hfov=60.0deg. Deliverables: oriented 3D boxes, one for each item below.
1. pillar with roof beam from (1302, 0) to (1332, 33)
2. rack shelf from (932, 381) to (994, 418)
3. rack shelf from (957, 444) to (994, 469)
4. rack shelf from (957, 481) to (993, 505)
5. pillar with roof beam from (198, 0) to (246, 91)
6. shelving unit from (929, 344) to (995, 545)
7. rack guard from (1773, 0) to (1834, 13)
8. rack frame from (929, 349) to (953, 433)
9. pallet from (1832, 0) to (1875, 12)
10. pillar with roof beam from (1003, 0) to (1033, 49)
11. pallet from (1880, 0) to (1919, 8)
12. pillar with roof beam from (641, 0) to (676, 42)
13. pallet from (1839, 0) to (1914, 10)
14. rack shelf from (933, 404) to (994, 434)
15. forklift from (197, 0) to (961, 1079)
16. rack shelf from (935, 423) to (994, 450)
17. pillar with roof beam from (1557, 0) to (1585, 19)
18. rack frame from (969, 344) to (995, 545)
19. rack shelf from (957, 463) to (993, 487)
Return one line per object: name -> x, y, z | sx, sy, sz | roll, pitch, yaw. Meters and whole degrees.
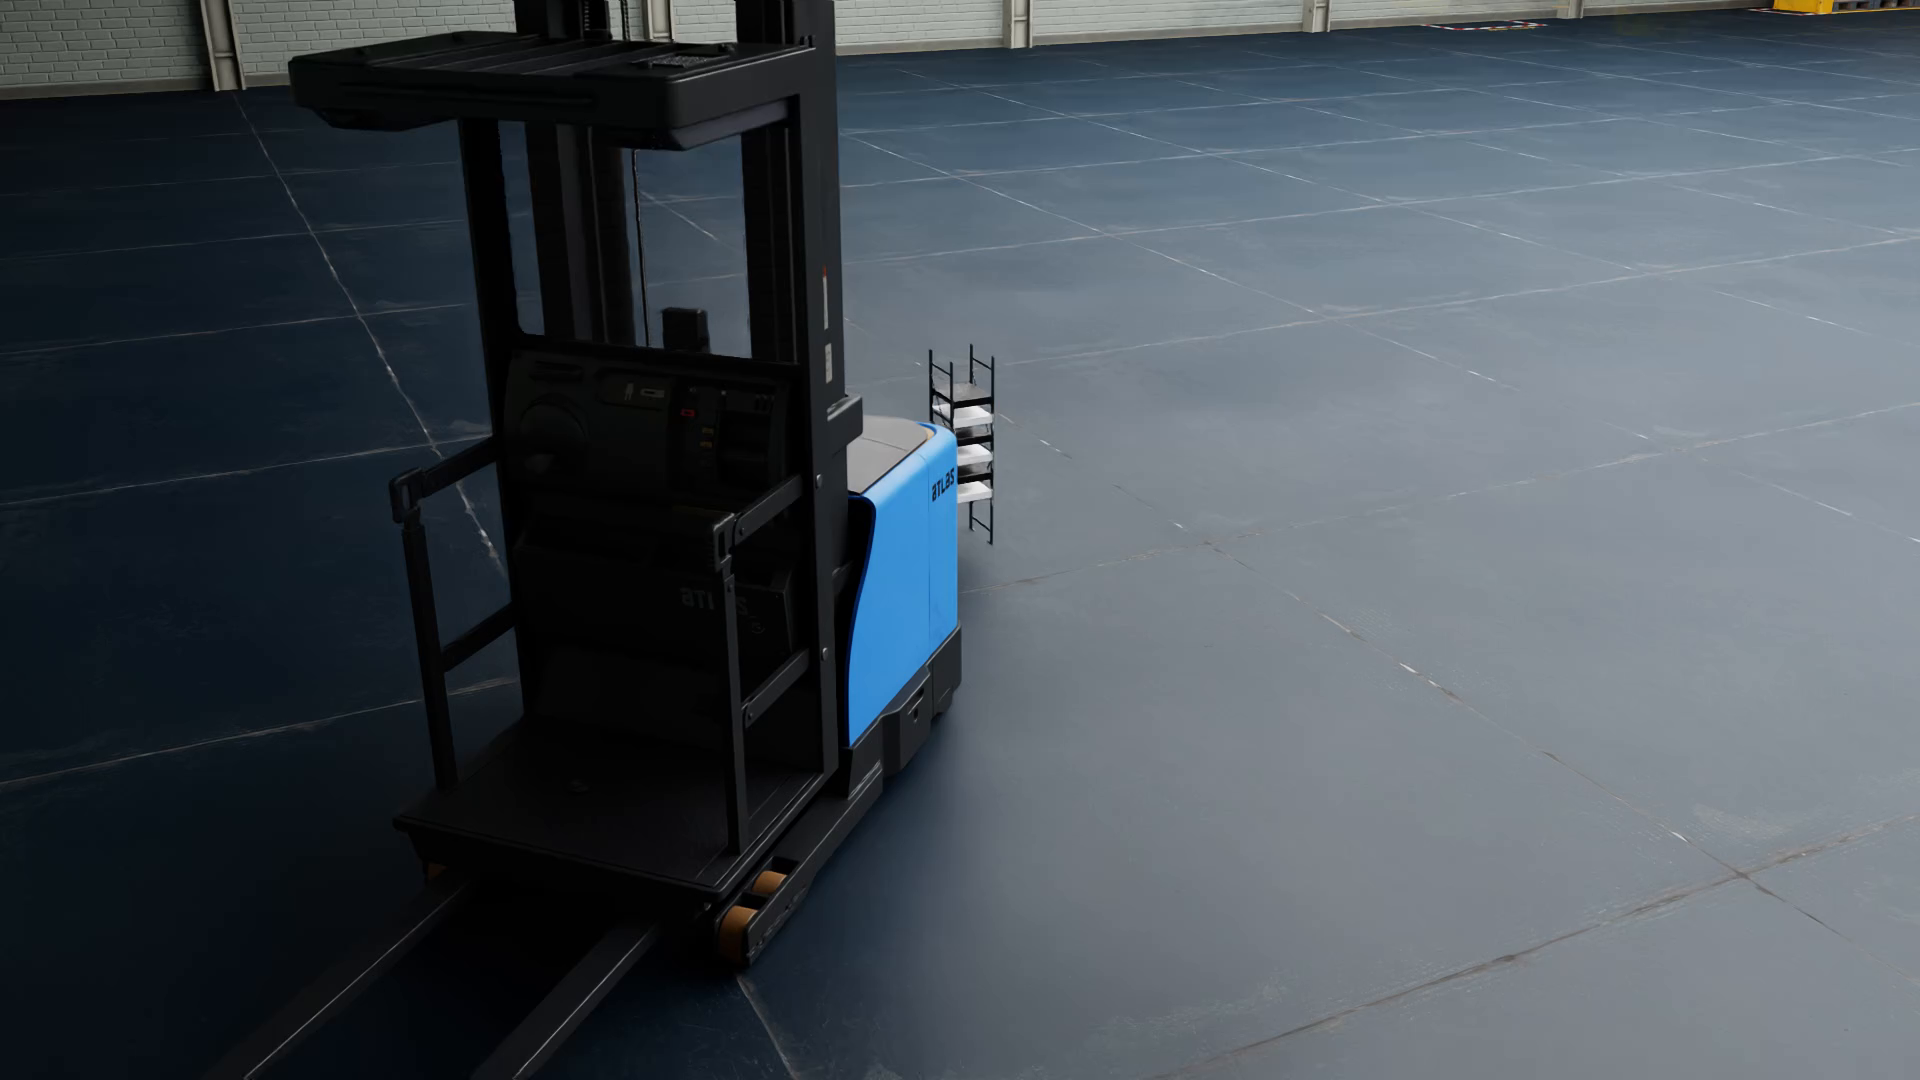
pillar with roof beam -> 8.215, -11.756, 24.385 | 0.400, 9.000, 9.100 | -10, 25, -24
rack shelf -> 0.007, -0.636, 7.491 | 0.200, 0.077, 0.258 | -10, 25, -24
rack shelf -> 0.007, -0.386, 7.594 | 0.200, 0.077, 0.258 | -10, 25, -24
rack shelf -> 0.007, -0.220, 7.663 | 0.200, 0.077, 0.258 | -10, 25, -24
pillar with roof beam -> -8.004, -8.771, 17.172 | 0.400, 9.000, 9.100 | -10, 25, -24
shelving unit -> 0.007, -0.417, 7.581 | 0.210, 0.900, 0.258 | -10, 25, -24
rack guard -> 16.973, -10.902, 33.434 | 0.348, 0.500, 1.175 | -10, 25, -24
rack frame -> -0.084, -0.400, 7.540 | 0.006, 0.900, 0.240 | -10, 25, -24
pallet -> 17.721, -10.891, 33.785 | 1.213, 0.211, 1.003 | -10, 25, -24
pillar with roof beam -> 2.808, -10.761, 21.981 | 0.400, 9.000, 9.100 | -10, 25, -24
pallet -> 19.919, -11.296, 34.763 | 1.213, 0.211, 1.003 | -10, 25, -24
pillar with roof beam -> -2.598, -9.766, 19.577 | 0.400, 9.000, 9.100 | -10, 25, -24
pallet -> 18.818, -11.092, 34.270 | 1.213, 0.211, 1.003 | -10, 25, -24
rack shelf -> 0.007, -0.553, 7.525 | 0.200, 0.077, 0.258 | -10, 25, -24
forklift -> -0.993, -0.310, 4.666 | 1.130, 2.935, 3.031 | 8, 24, 19
rack shelf -> 0.007, -0.469, 7.559 | 0.200, 0.077, 0.258 | -10, 25, -24
pillar with roof beam -> 13.621, -12.752, 26.790 | 0.400, 9.000, 9.100 | -10, 25, -24
rack frame -> 0.099, -0.434, 7.622 | 0.006, 0.900, 0.240 | -10, 25, -24
rack shelf -> 0.007, -0.303, 7.628 | 0.200, 0.077, 0.258 | -10, 25, -24
